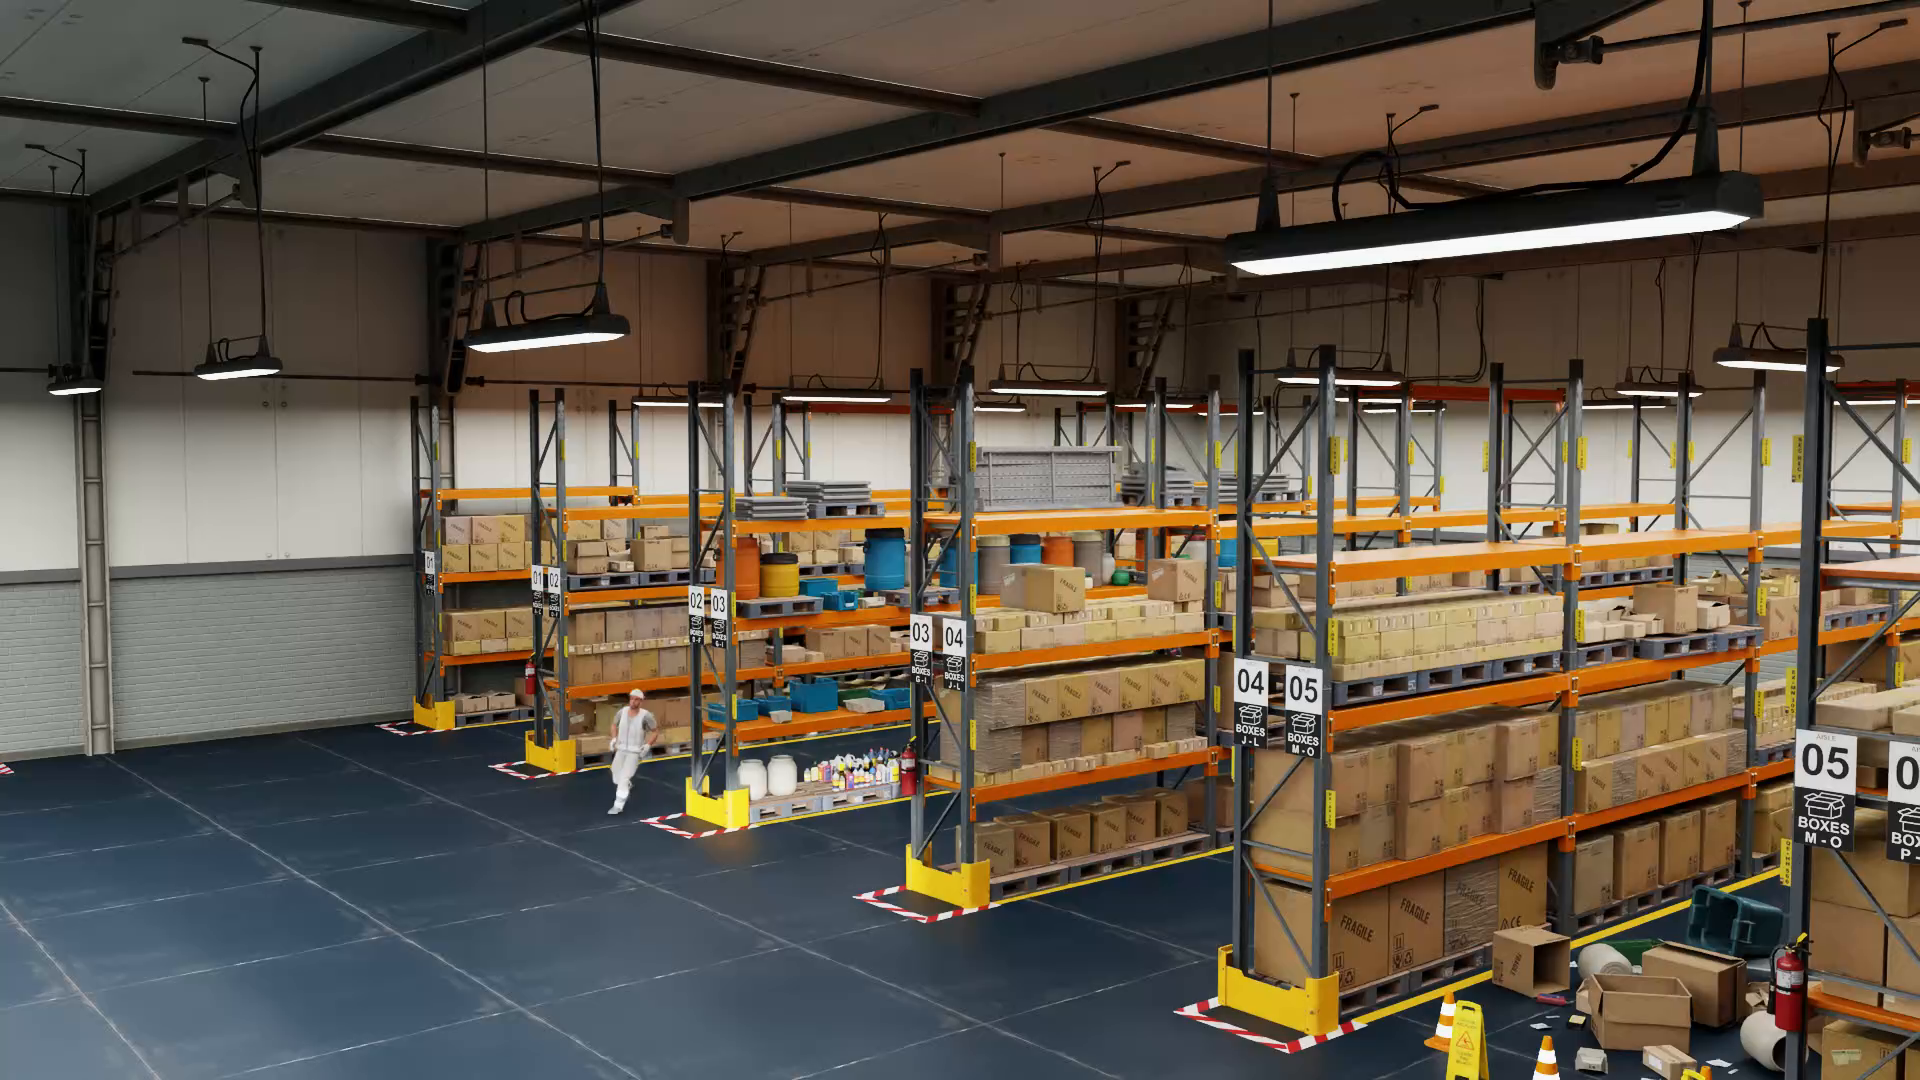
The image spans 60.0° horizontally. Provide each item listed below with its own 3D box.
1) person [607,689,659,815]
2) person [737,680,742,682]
[{"bbox_3d":[-4.542,2.927,23.204,0.702,1.727,0.702,1,3,11],"label":"person"},{"bbox_3d":[-4.163,2.460,31.056,0.938,1.685,0.575,-3,5,-45],"label":"person"}]
